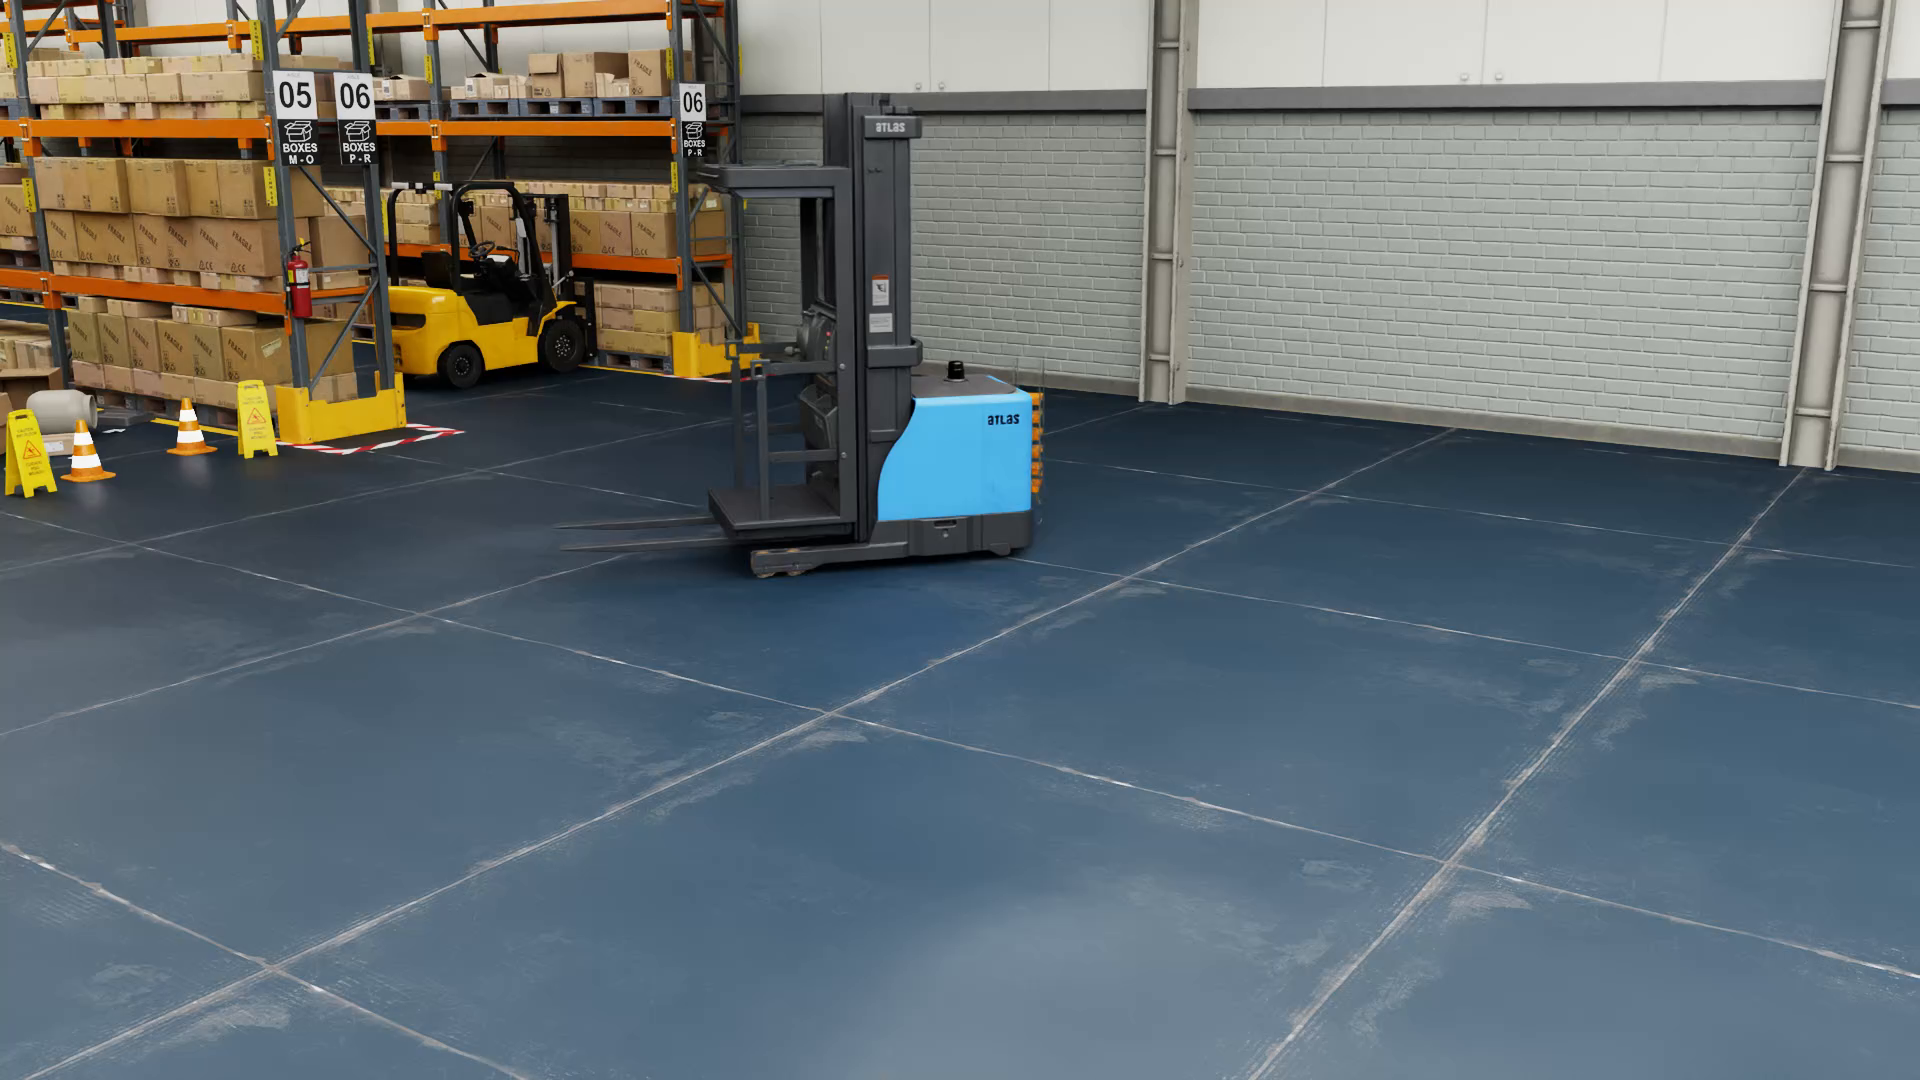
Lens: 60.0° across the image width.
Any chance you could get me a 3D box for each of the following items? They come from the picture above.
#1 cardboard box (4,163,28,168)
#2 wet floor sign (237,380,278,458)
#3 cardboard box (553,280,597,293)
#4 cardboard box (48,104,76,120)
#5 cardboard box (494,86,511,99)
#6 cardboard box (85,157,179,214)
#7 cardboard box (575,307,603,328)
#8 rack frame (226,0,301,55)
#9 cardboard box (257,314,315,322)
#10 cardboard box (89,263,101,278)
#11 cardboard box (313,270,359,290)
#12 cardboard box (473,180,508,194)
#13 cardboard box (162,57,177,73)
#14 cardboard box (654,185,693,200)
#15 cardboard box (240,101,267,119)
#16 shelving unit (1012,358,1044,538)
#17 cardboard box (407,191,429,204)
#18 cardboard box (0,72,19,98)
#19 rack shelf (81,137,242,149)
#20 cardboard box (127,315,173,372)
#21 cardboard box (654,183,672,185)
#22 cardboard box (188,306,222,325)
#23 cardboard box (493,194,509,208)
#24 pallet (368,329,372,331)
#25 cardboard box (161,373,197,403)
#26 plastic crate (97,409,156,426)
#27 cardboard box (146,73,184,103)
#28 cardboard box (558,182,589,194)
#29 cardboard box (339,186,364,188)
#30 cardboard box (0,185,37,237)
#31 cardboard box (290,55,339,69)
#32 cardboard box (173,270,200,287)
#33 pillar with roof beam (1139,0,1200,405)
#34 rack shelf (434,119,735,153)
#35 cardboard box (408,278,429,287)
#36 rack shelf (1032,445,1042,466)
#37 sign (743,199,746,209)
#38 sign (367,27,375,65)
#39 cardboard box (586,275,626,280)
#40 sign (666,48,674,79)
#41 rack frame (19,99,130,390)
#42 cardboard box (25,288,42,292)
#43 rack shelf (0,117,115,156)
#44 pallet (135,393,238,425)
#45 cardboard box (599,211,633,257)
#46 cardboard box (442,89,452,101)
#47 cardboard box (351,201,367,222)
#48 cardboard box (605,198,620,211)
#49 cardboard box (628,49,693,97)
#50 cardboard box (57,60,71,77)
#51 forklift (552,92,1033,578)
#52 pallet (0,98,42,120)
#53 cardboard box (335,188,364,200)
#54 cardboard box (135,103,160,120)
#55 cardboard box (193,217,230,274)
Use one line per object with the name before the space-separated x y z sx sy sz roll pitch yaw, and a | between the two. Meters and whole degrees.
cardboard box | -14.628 -5.683 26.169 0.500 0.500 0.500 10 17 34
wet floor sign | -6.029 -1.045 14.202 0.267 0.644 0.232 -10 17 -35
cardboard box | -4.646 -2.974 19.860 0.500 0.250 0.500 9 16 32
cardboard box | -8.602 -4.160 16.166 0.250 0.149 0.380 9 17 33
cardboard box | -5.301 -5.316 19.755 0.250 0.149 0.380 10 17 34
cardboard box | -7.851 -3.394 15.882 0.500 0.500 0.700 9 16 32
cardboard box | -4.251 -2.666 19.659 0.500 0.250 0.500 9 16 32
rack frame | -9.460 -7.402 22.498 0.127 3.000 1.000 9 17 33
cardboard box | -6.561 -1.896 16.026 0.500 0.500 0.500 8 16 31
cardboard box | -8.350 -2.682 16.438 0.250 0.149 0.380 9 17 33
cardboard box | -5.756 -2.392 15.265 0.250 0.149 0.380 9 17 33
cardboard box | -5.765 -4.346 20.459 0.250 0.149 0.380 9 17 34
cardboard box | -7.032 -4.326 15.178 0.250 0.149 0.380 9 16 31
cardboard box | -3.237 -3.931 18.783 0.250 0.149 0.380 9 17 33
cardboard box | -6.041 -3.753 14.522 0.250 0.149 0.380 9 17 33
shelving unit | 0.464 -0.630 11.372 0.189 1.200 0.258 2 14 9
cardboard box | -6.773 -4.349 21.093 0.250 0.149 0.380 9 16 32
cardboard box | -9.474 -4.600 16.858 0.500 0.250 0.500 9 16 32
rack shelf | -11.120 -5.865 24.028 4.000 0.370 1.077 9 17 33
cardboard box | -7.689 -1.924 16.141 0.500 0.500 0.500 10 17 36
cardboard box | -3.407 -4.087 19.413 0.250 0.149 0.380 10 17 34
cardboard box | -6.949 -2.100 15.504 0.250 0.149 0.380 10 17 34
cardboard box | -5.413 -4.110 20.126 0.250 0.149 0.380 10 17 34
pallet | -8.799 -3.018 23.076 1.213 0.211 1.003 9 17 33
cardboard box | -7.273 -1.491 15.952 0.500 0.250 0.500 8 16 31
plastic crate | -8.063 -1.172 15.891 0.583 0.080 0.402 3 14 14
cardboard box | -7.014 -4.106 15.117 0.500 0.250 0.500 10 17 34
cardboard box | -4.513 -4.135 19.609 0.250 0.149 0.380 9 17 34
cardboard box | -8.201 -4.721 22.593 0.250 0.149 0.380 9 17 32
cardboard box | -9.420 -3.376 17.019 0.500 0.500 0.500 9 16 32
cardboard box | -5.770 -4.236 14.815 0.250 0.149 0.380 9 17 32
cardboard box | -7.119 -2.470 15.581 0.250 0.149 0.380 9 17 32
pillar with roof beam | -0.321 -4.939 12.549 0.400 9.000 9.100 9 17 33
rack shelf | -4.482 -4.792 19.694 4.000 0.370 1.077 9 17 33
cardboard box | -6.580 -3.072 21.560 0.625 0.625 0.875 10 17 35
rack shelf | 0.464 -0.587 11.382 0.180 0.103 0.258 2 14 9
sign | -2.507 -3.986 19.215 0.005 0.325 0.100 9 17 33
sign | -5.287 -4.415 14.856 0.005 0.325 0.100 9 17 33
cardboard box | -4.362 -3.079 20.288 0.500 0.250 0.500 9 16 32
sign | -3.137 -5.158 17.998 0.005 0.325 0.100 9 17 33
rack frame | -8.908 -2.963 17.051 0.127 3.000 1.000 9 17 33
cardboard box | -14.573 -4.239 26.533 0.500 0.500 0.500 10 17 34
rack shelf | -10.568 -4.338 17.861 4.000 0.370 1.077 9 17 33
pallet | -7.315 -1.363 16.391 1.213 0.211 1.003 9 17 33
cardboard box | -3.802 -3.551 19.216 0.500 0.500 0.500 10 17 35
cardboard box | -6.736 -5.693 21.277 0.250 0.149 0.380 9 17 33
cardboard box | -7.543 -4.275 21.624 0.500 0.250 0.500 10 17 34
cardboard box | -3.875 -3.882 19.204 0.250 0.149 0.380 9 17 32
cardboard box | -3.325 -5.185 18.493 0.500 0.500 0.500 10 17 35
cardboard box | -8.383 -4.511 15.924 0.250 0.149 0.380 9 16 31
forklift | -1.096 -1.328 10.589 3.031 2.935 1.130 -4 14 -16
pallet | -9.361 -4.432 17.134 1.003 0.211 1.213 9 17 33
cardboard box | -8.014 -4.565 21.965 0.250 0.149 0.380 9 17 33
cardboard box | -7.341 -3.950 15.318 0.250 0.149 0.380 9 16 32
cardboard box | -6.606 -2.706 15.184 0.500 0.500 0.500 9 17 33
